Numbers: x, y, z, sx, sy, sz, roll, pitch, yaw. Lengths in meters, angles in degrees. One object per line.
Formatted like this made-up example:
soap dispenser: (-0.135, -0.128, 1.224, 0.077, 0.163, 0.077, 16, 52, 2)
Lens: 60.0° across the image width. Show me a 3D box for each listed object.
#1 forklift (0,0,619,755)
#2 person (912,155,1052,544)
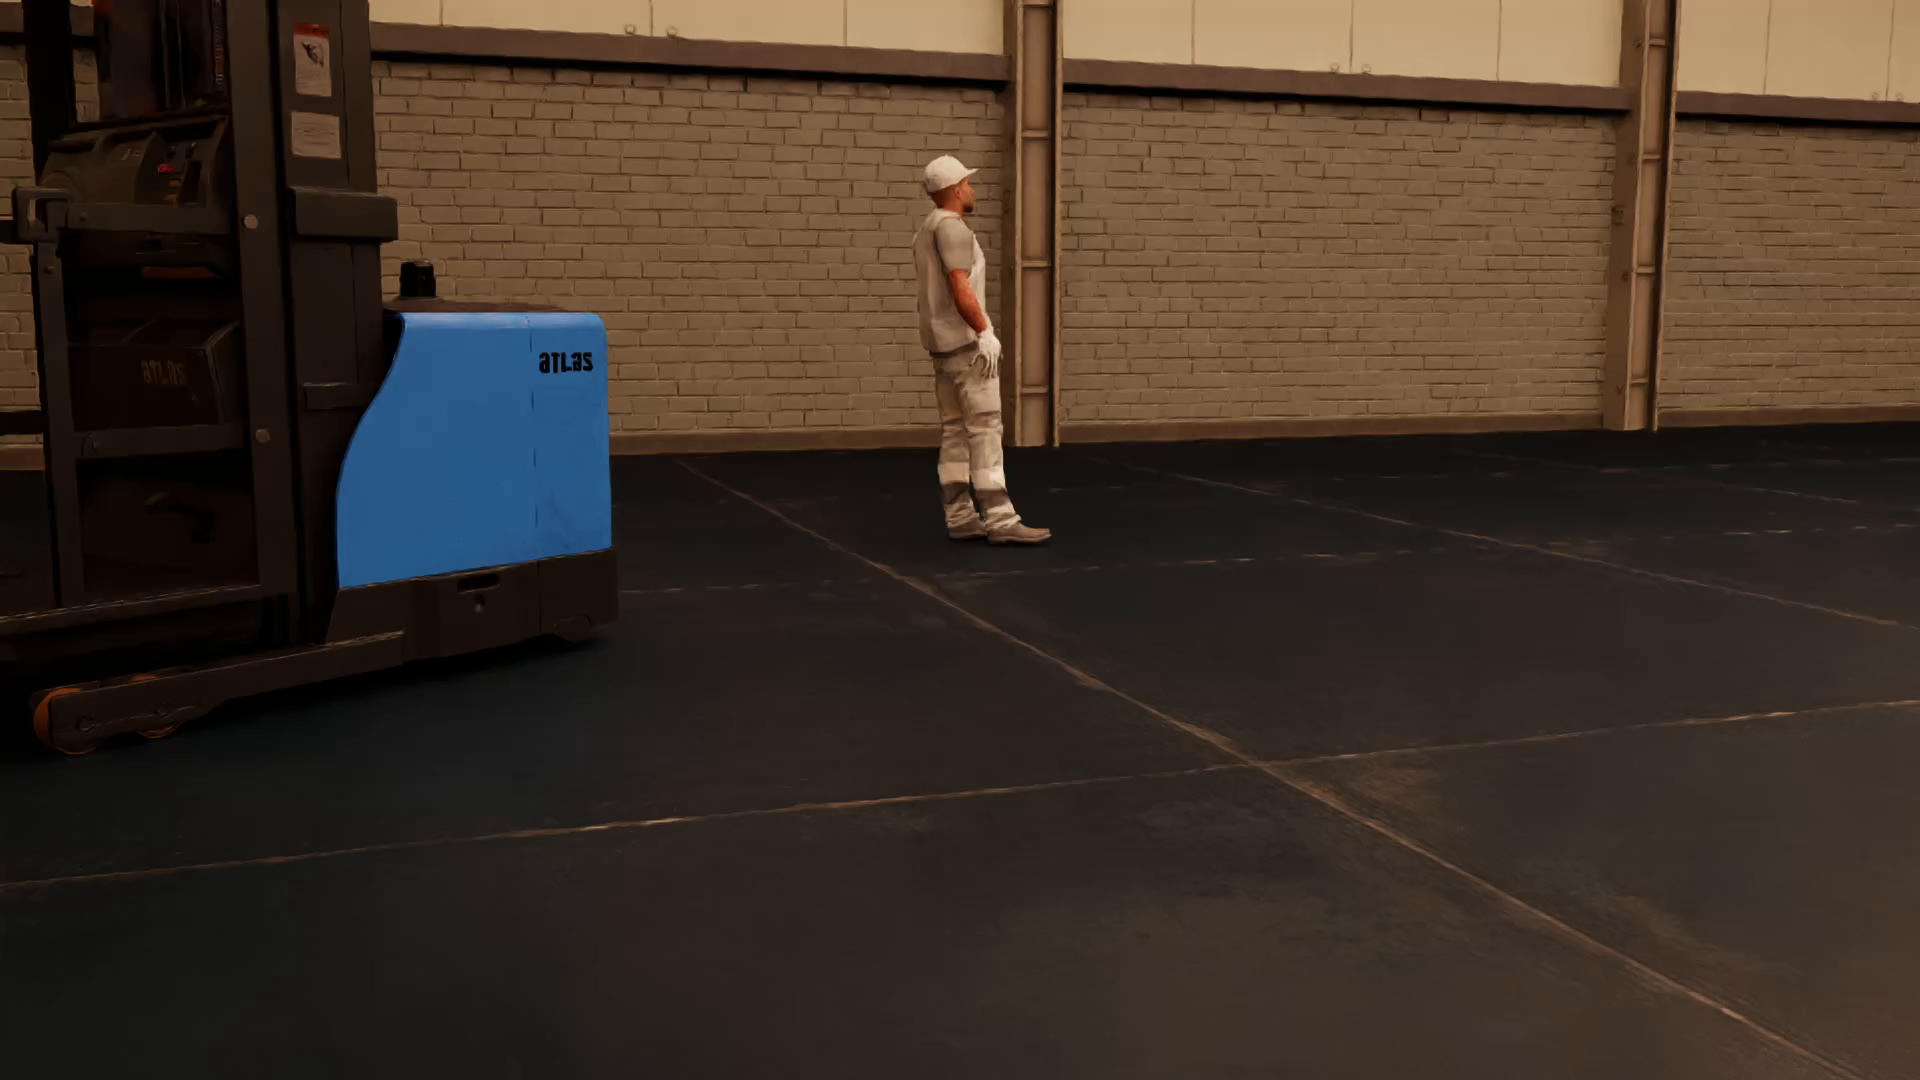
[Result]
forklift: (-2.406, -1.001, 4.407, 1.130, 2.935, 3.031, 6, 10, 36)
person: (0.080, -0.895, 7.817, 0.563, 1.787, 0.637, -3, 8, -18)
